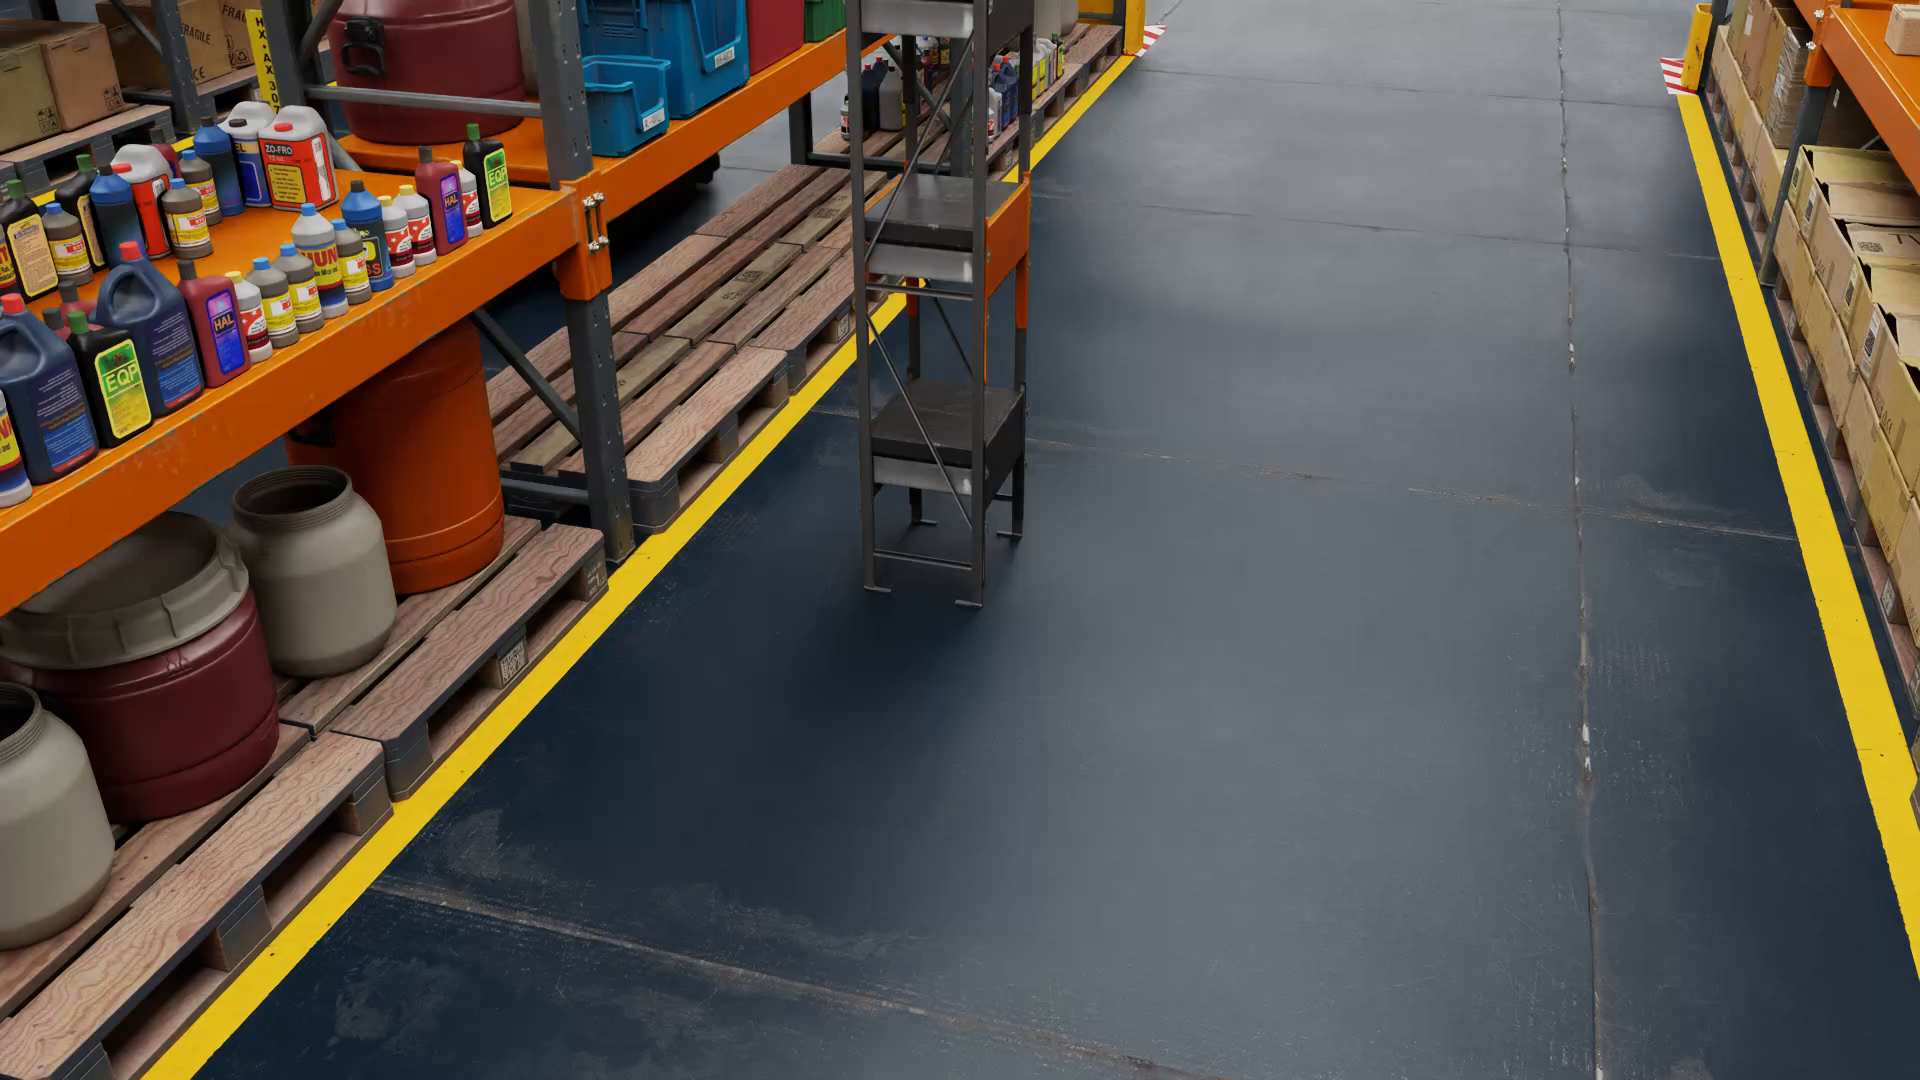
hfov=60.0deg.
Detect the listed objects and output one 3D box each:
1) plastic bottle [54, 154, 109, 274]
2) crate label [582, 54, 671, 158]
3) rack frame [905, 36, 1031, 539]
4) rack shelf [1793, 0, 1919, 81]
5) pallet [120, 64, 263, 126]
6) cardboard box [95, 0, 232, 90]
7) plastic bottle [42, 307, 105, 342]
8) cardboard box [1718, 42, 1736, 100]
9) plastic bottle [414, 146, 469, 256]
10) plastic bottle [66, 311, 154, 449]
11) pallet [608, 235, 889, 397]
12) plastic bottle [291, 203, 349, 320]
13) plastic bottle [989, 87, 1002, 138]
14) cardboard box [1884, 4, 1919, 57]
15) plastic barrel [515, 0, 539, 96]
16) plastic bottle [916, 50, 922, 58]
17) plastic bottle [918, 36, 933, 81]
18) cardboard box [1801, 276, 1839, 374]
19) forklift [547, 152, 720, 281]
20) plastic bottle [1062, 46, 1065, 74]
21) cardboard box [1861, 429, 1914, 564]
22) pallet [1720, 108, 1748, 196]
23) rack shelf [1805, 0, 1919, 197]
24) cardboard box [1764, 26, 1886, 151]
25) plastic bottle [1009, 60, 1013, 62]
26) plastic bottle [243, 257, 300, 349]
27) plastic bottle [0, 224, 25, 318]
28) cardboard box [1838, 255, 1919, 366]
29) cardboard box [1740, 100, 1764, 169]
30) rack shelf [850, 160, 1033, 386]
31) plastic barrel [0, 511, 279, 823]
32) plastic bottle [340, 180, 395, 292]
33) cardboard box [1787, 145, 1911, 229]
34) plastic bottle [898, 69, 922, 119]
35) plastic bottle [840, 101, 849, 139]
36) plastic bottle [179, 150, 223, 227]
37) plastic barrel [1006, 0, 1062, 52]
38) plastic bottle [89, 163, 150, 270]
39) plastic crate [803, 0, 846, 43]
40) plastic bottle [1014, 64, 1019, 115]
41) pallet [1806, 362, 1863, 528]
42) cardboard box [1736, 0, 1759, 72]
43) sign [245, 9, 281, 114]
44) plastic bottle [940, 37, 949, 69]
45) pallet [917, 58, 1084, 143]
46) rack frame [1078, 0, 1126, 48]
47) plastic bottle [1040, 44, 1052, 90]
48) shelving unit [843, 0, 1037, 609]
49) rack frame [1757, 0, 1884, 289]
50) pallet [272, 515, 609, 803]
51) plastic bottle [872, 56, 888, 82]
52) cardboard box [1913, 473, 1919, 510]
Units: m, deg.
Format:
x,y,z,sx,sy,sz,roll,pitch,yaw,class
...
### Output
x,y,z,sx,sy,sz,roll,pitch,yaw,class
-2.260,-0.844,4.302,0.061,0.283,0.133,8,30,15,plastic bottle
-1.123,-1.390,5.336,0.303,0.233,0.416,8,30,15,crate label
0.023,-0.954,5.305,0.400,2.100,0.015,8,30,15,rack frame
4.890,-3.086,8.953,1.077,0.370,4.000,8,30,15,rack shelf
-5.002,-2.985,10.899,1.003,0.211,1.213,8,30,15,pallet
-5.010,-3.158,10.481,0.500,0.500,0.500,8,30,13,cardboard box
-1.803,-0.351,3.415,0.061,0.283,0.133,8,30,15,plastic bottle
4.964,-2.862,10.205,0.500,0.250,0.500,8,30,15,cardboard box
-1.383,-0.914,4.427,0.061,0.283,0.133,8,30,15,plastic bottle
-1.745,-0.342,3.399,0.061,0.283,0.133,8,30,15,plastic bottle
-0.980,-1.022,7.370,1.003,0.211,1.213,8,30,15,pallet
-1.549,-0.677,4.013,0.097,0.271,0.097,0,29,0,plastic bottle
0.151,-2.422,9.367,0.152,0.276,0.135,10,30,17,plastic bottle
3.848,-1.979,6.480,0.380,0.149,0.250,8,30,15,cardboard box
-1.507,-1.878,5.926,0.421,0.512,0.421,0,29,0,plastic barrel
-0.315,-2.837,10.113,0.152,0.276,0.135,9,30,16,plastic bottle
-0.217,-3.035,10.474,0.097,0.271,0.097,0,29,0,plastic bottle
3.647,-0.823,6.540,0.500,0.250,0.500,8,30,13,cardboard box
-2.271,-2.725,7.633,1.130,2.935,3.031,8,30,15,forklift
0.623,-3.092,10.649,0.097,0.201,0.097,0,29,0,plastic bottle
3.198,-0.114,5.265,0.500,0.250,0.500,8,30,14,cardboard box
4.933,-2.185,9.461,1.003,0.211,1.213,8,30,15,pallet
3.716,-1.228,5.611,1.077,0.370,4.000,8,30,15,rack shelf
4.388,-2.258,8.349,0.500,0.500,0.500,8,30,15,cardboard box
0.309,-2.834,10.185,0.097,0.201,0.097,0,29,0,plastic bottle
-1.606,-0.556,3.868,0.097,0.201,0.097,0,29,0,plastic bottle
-2.344,-0.676,4.011,0.097,0.271,0.097,0,29,0,plastic bottle
3.494,-0.827,5.971,0.500,0.311,0.500,9,30,16,cardboard box
4.519,-2.165,8.953,0.500,0.250,0.500,8,30,15,cardboard box
-0.049,-0.829,5.108,0.431,0.518,0.480,8,30,15,rack shelf
-2.064,0.304,4.167,0.600,0.588,0.708,8,30,15,plastic barrel
-1.492,-0.767,4.176,0.097,0.271,0.097,0,29,0,plastic bottle
3.944,-1.542,7.256,0.500,0.311,0.500,9,30,15,cardboard box
-0.312,-2.602,9.691,0.152,0.276,0.135,8,30,15,plastic bottle
-0.622,-2.362,9.337,0.097,0.201,0.097,0,29,0,plastic bottle
-2.130,-0.984,4.638,0.097,0.201,0.097,0,29,0,plastic bottle
0.476,-3.585,11.237,0.421,0.512,0.421,0,29,0,plastic barrel
-2.179,-0.836,4.300,0.097,0.271,0.097,0,29,0,plastic bottle
-0.672,-2.238,6.905,0.450,0.188,0.662,8,30,15,plastic crate
0.347,-2.660,9.787,0.061,0.283,0.133,10,31,17,plastic bottle
3.768,-0.336,6.137,1.003,0.211,1.213,8,30,15,pallet
4.828,-2.956,9.603,0.500,0.500,0.500,8,30,15,cardboard box
-2.133,-1.468,5.135,0.100,0.325,0.005,8,30,15,sign
-0.117,-3.162,10.774,0.097,0.201,0.097,0,29,0,plastic bottle
0.163,-2.836,10.631,1.003,0.211,1.213,8,30,15,pallet
0.743,-5.039,11.722,1.000,3.000,0.127,8,30,15,rack frame
0.483,-2.947,10.311,0.152,0.276,0.135,8,30,13,plastic bottle
-0.049,-0.841,5.101,0.431,2.100,0.503,8,30,15,shelving unit
4.303,-2.471,7.107,1.000,3.000,0.127,8,30,15,rack frame
-1.796,0.270,5.048,1.003,0.211,1.213,8,30,15,pallet
-0.461,-2.644,9.690,0.144,0.351,0.185,7,30,12,plastic bottle
3.048,-0.118,4.696,0.500,0.311,0.500,9,30,16,cardboard box
